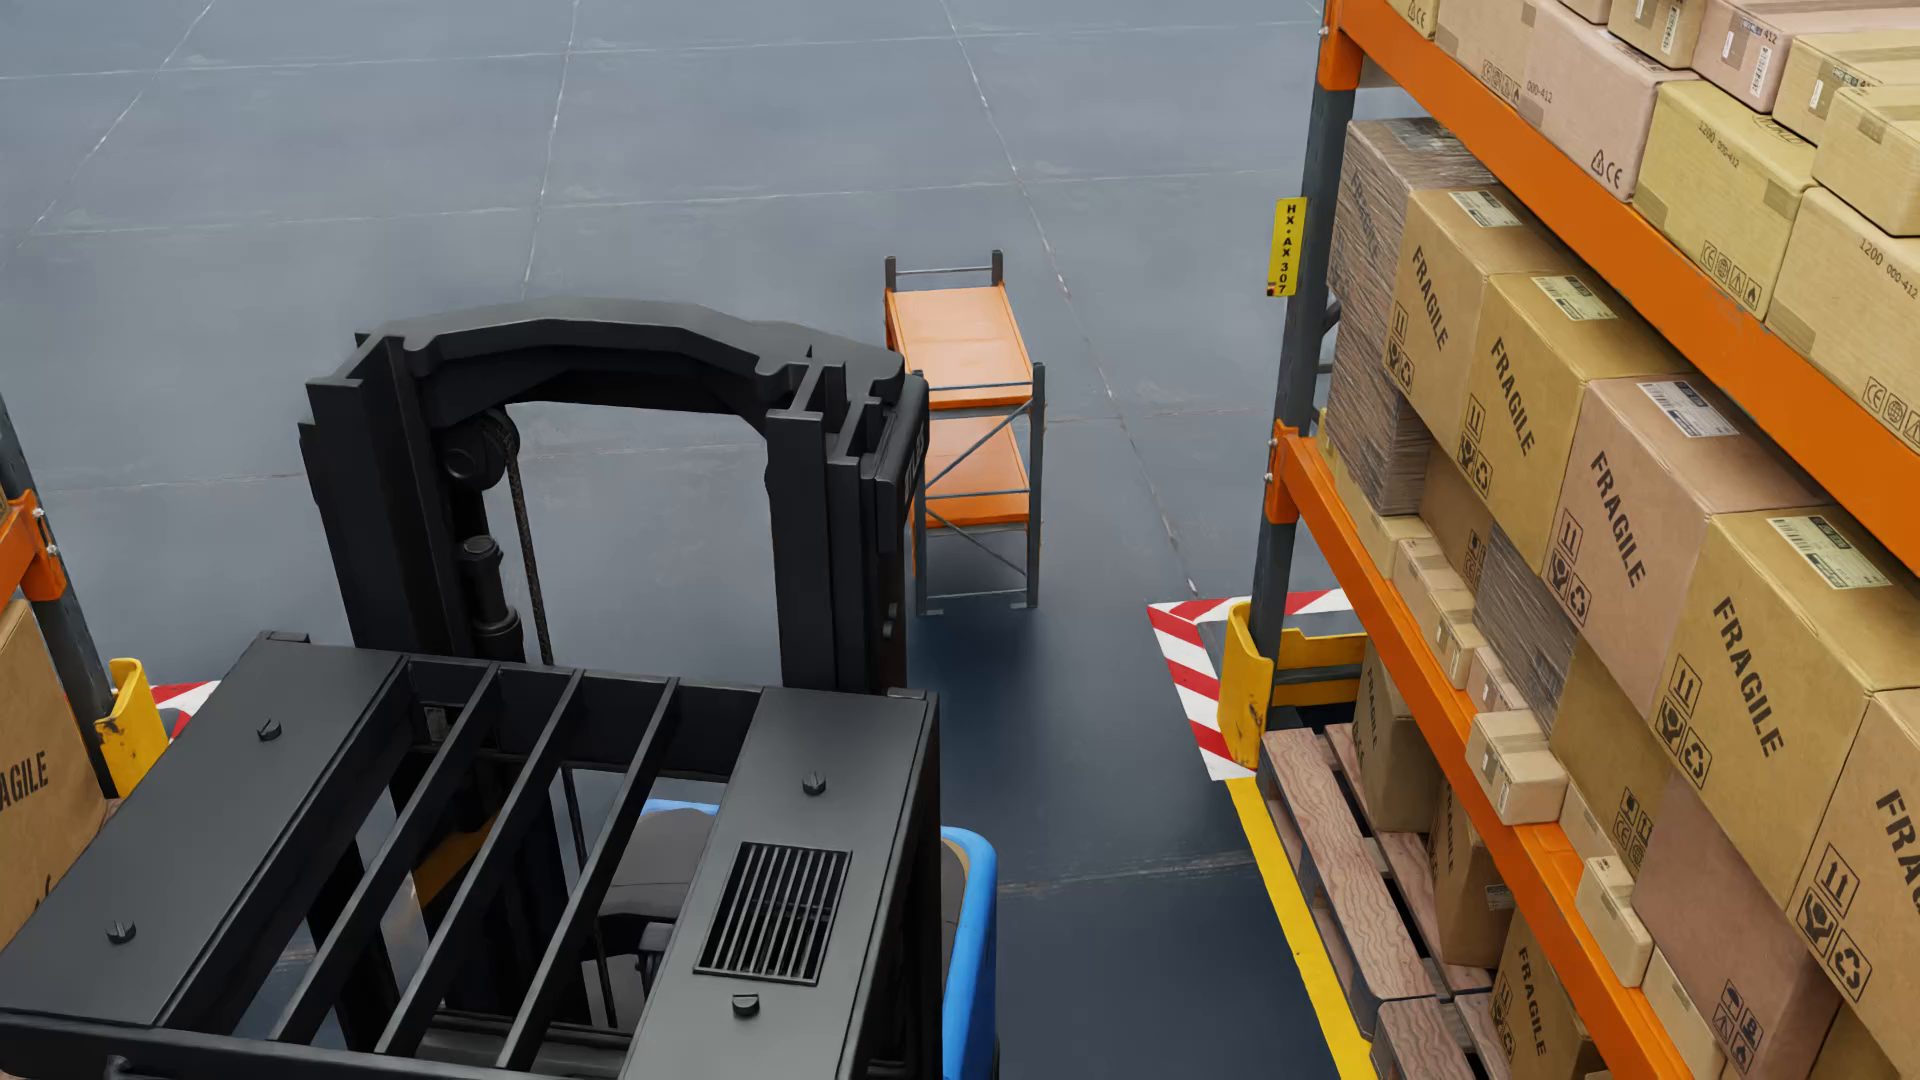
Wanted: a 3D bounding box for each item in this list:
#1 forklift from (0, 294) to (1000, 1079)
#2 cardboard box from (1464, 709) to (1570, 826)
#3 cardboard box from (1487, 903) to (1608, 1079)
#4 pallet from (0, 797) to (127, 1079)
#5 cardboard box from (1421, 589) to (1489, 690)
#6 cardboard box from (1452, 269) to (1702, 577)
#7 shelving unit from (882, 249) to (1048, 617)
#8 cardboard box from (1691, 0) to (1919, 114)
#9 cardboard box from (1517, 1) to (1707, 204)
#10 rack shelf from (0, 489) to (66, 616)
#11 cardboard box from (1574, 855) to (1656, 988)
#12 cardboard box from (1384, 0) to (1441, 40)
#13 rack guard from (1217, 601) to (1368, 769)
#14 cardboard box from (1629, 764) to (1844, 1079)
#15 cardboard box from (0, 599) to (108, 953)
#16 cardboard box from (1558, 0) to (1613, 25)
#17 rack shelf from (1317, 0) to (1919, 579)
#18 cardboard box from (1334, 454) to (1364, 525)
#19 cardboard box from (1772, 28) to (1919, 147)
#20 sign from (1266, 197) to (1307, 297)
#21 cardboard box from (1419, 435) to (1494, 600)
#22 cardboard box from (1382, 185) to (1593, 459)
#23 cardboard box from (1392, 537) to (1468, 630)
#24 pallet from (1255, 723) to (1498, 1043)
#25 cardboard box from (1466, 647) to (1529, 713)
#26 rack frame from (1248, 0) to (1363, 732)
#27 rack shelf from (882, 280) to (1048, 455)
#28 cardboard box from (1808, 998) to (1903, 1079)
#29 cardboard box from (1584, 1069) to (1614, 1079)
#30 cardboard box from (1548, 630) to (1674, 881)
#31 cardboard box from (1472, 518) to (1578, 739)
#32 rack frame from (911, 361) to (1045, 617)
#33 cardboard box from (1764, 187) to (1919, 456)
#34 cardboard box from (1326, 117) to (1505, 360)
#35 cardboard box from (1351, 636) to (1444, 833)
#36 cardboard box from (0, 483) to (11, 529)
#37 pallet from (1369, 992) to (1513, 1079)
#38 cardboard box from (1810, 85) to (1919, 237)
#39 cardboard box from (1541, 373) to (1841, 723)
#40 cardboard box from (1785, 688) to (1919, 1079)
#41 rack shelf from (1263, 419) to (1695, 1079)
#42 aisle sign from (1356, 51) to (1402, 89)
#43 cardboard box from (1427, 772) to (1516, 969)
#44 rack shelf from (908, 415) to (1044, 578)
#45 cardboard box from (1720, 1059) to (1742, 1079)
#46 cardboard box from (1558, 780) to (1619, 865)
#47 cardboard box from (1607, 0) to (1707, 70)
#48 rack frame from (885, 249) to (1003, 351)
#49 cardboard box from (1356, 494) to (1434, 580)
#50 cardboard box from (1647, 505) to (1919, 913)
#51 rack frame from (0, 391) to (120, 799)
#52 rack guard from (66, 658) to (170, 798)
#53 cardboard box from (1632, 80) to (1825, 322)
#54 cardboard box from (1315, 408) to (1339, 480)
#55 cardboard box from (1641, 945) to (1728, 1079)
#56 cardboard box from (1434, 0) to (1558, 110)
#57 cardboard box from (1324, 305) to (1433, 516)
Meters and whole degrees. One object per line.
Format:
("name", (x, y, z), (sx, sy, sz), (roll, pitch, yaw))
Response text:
("forklift", (-0.609, 1.202, 2.883), (1.130, 2.935, 3.031), (5, 35, 7))
("cardboard box", (1.458, 0.537, 4.021), (0.380, 0.149, 0.250), (-4, 35, -6))
("cardboard box", (1.798, 1.303, 4.521), (0.500, 0.500, 0.500), (-1, 34, -2))
("pallet", (-3.193, 1.324, 5.120), (1.003, 0.211, 1.213), (-4, 35, -6))
("cardboard box", (1.467, 0.252, 4.439), (0.380, 0.149, 0.250), (-4, 35, -6))
("cardboard box", (1.483, -0.280, 3.756), (0.500, 0.500, 0.500), (-4, 35, -6))
("shelving unit", (0.001, -0.461, 6.928), (0.538, 1.125, 1.048), (-4, 35, -6))
("cardboard box", (1.579, -0.895, 3.016), (0.380, 0.149, 0.250), (-5, 35, -7))
("cardboard box", (1.497, -0.913, 3.396), (0.500, 0.250, 0.500), (-4, 35, -7))
("rack shelf", (-3.109, 1.144, 3.546), (1.077, 0.370, 4.000), (-4, 35, -6))
("cardboard box", (1.581, 0.812, 3.618), (0.380, 0.149, 0.250), (-4, 35, -6))
("cardboard box", (1.359, -1.477, 4.224), (0.500, 0.250, 0.500), (-3, 34, -5))
("rack guard", (1.561, 0.487, 6.091), (1.175, 0.500, 0.348), (-4, 35, -6))
("cardboard box", (1.890, 0.671, 3.249), (0.875, 0.500, 0.500), (-4, 35, -6))
("cardboard box", (-3.221, 0.809, 4.913), (0.875, 0.875, 0.875), (-4, 34, -6))
("cardboard box", (1.448, -1.182, 3.437), (0.380, 0.149, 0.250), (-4, 35, -7))
("rack shelf", (1.820, -0.414, 3.170), (1.077, 0.370, 4.000), (-4, 35, -6))
("cardboard box", (1.367, -0.166, 5.053), (0.380, 0.149, 0.250), (-4, 35, -6))
("cardboard box", (1.627, -0.750, 2.802), (0.380, 0.149, 0.250), (-6, 35, -8))
("sign", (1.013, -0.905, 5.145), (0.100, 0.325, 0.005), (-4, 35, -6))
("cardboard box", (1.783, -0.173, 4.488), (0.875, 0.500, 0.500), (-4, 35, -6))
("cardboard box", (1.415, -0.558, 4.165), (0.500, 0.500, 0.500), (-4, 35, -6))
("cardboard box", (1.440, 0.112, 4.645), (0.380, 0.149, 0.250), (-4, 35, -6))
("pallet", (1.635, 1.063, 5.503), (1.003, 0.211, 1.213), (-4, 35, -6))
("cardboard box", (1.527, 0.390, 4.237), (0.380, 0.149, 0.250), (-4, 35, -6))
("rack frame", (1.551, -0.588, 5.449), (1.000, 3.000, 0.127), (-4, 35, -6))
("rack shelf", (0.001, -0.703, 6.763), (0.538, 0.278, 1.000), (-4, 35, -6))
("cardboard box", (2.057, 0.942, 2.851), (0.875, 0.500, 0.500), (-4, 35, -6))
("cardboard box", (1.828, 1.618, 4.059), (0.500, 0.500, 0.500), (-7, 35, -11))
("cardboard box", (1.864, 0.389, 3.663), (0.875, 0.500, 0.500), (-4, 35, -6))
("cardboard box", (1.808, 0.109, 4.074), (0.875, 0.500, 0.500), (-4, 35, -6))
("rack frame", (0.069, -0.177, 6.511), (0.500, 1.125, 0.032), (-4, 35, -6))
("cardboard box", (1.635, -0.344, 2.561), (0.500, 0.250, 0.500), (-5, 35, -7))
("cardboard box", (1.354, -0.838, 4.575), (0.500, 0.500, 0.500), (-4, 35, -6))
("cardboard box", (1.618, 0.621, 5.522), (0.500, 0.500, 0.500), (2, 34, 2))
("cardboard box", (-3.283, -0.127, 4.640), (0.875, 0.550, 0.550), (-4, 35, -6))
("pallet", (1.796, 1.742, 4.507), (1.003, 0.211, 1.213), (-4, 35, -6))
("cardboard box", (1.576, -0.593, 2.572), (0.380, 0.149, 0.250), (-3, 34, -4))
("cardboard box", (1.557, -0.001, 3.347), (0.500, 0.500, 0.500), (-4, 35, -6))
("cardboard box", (1.687, 0.557, 2.528), (0.500, 0.500, 0.500), (-4, 35, -6))
("rack shelf", (1.820, 0.825, 4.014), (1.077, 0.370, 4.000), (-4, 35, -6))
("aisle sign", (1.245, -1.674, 4.735), (0.394, 0.787, 0.004), (-4, 35, -6))
("cardboard box", (1.732, 0.952, 5.036), (0.500, 0.500, 0.500), (4, 35, 6))
("rack shelf", (0.001, -0.259, 7.065), (0.538, 0.278, 1.000), (-4, 35, -6))
("cardboard box", (1.723, 1.085, 3.217), (0.380, 0.149, 0.250), (-4, 35, -6))
("cardboard box", (1.623, 0.667, 3.831), (0.380, 0.149, 0.250), (-4, 35, -6))
("cardboard box", (1.500, -1.031, 3.215), (0.380, 0.149, 0.250), (-6, 35, -9))
("rack frame", (-0.067, -0.745, 7.344), (0.500, 1.125, 0.032), (-4, 35, -6))
("cardboard box", (1.386, -0.026, 4.847), (0.380, 0.149, 0.250), (-4, 35, -6))
("cardboard box", (1.620, 0.278, 2.937), (0.500, 0.500, 0.500), (-4, 35, -6))
("rack frame", (-3.378, -0.269, 4.981), (1.000, 3.000, 0.127), (-4, 35, -6))
("rack guard", (-3.381, 0.751, 5.705), (1.175, 0.500, 0.348), (-4, 35, -6))
("cardboard box", (1.572, -0.623, 2.970), (0.500, 0.250, 0.500), (-3, 34, -5))
("cardboard box", (1.353, -0.307, 5.260), (0.380, 0.149, 0.250), (-4, 35, -6))
("cardboard box", (1.649, 0.949, 3.417), (0.380, 0.149, 0.250), (-4, 35, -6))
("cardboard box", (1.435, -1.190, 3.802), (0.500, 0.250, 0.500), (-5, 35, -7))
("cardboard box", (1.597, -0.443, 4.884), (0.875, 0.500, 0.500), (-4, 35, -6))
